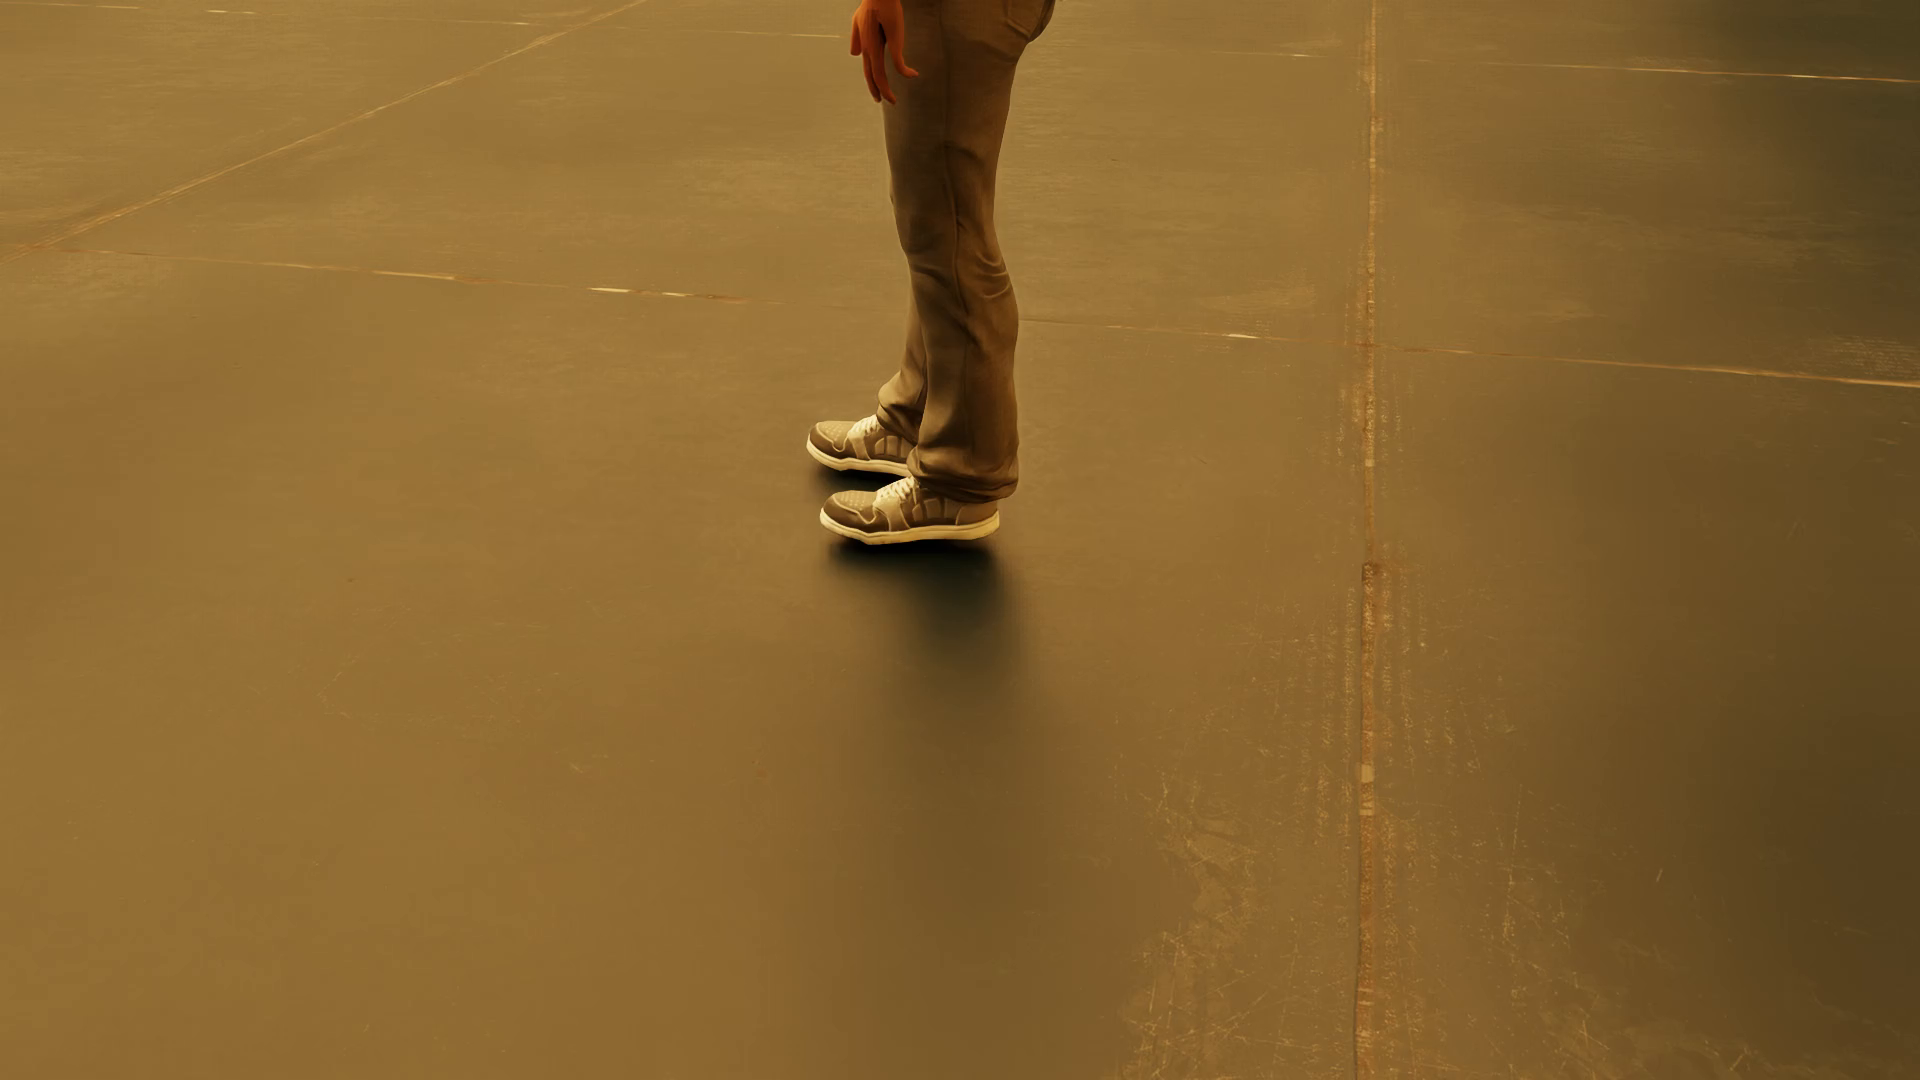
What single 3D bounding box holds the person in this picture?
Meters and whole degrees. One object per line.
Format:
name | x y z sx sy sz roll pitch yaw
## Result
person | -0.068 -0.733 2.164 0.475 1.597 0.520 6 27 11
